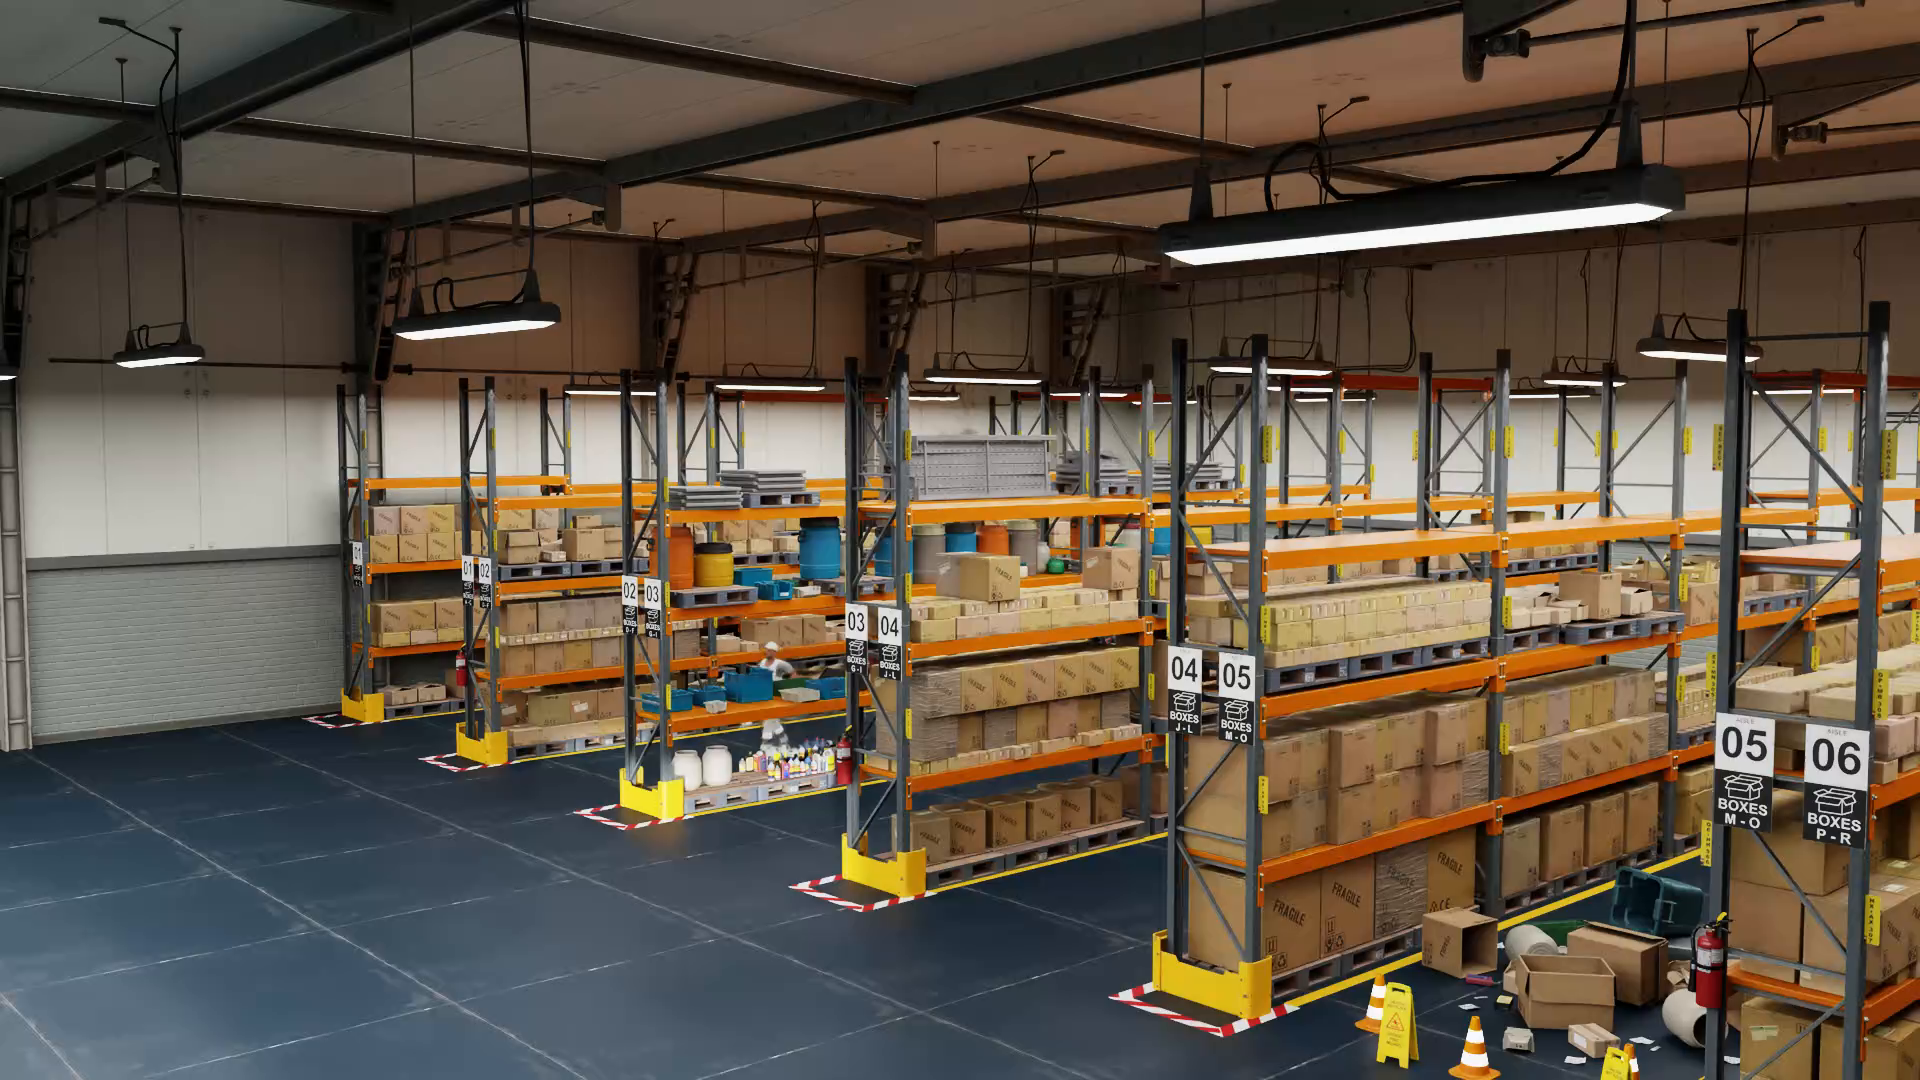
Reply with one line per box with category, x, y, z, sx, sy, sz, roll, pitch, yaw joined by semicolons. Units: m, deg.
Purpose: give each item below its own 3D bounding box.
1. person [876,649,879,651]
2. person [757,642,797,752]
person;-1.617;2.080;33.776;0.569;1.721;0.674;-3;5;-40
person;-2.990;2.520;26.301;0.636;1.821;0.843;3;5;41
